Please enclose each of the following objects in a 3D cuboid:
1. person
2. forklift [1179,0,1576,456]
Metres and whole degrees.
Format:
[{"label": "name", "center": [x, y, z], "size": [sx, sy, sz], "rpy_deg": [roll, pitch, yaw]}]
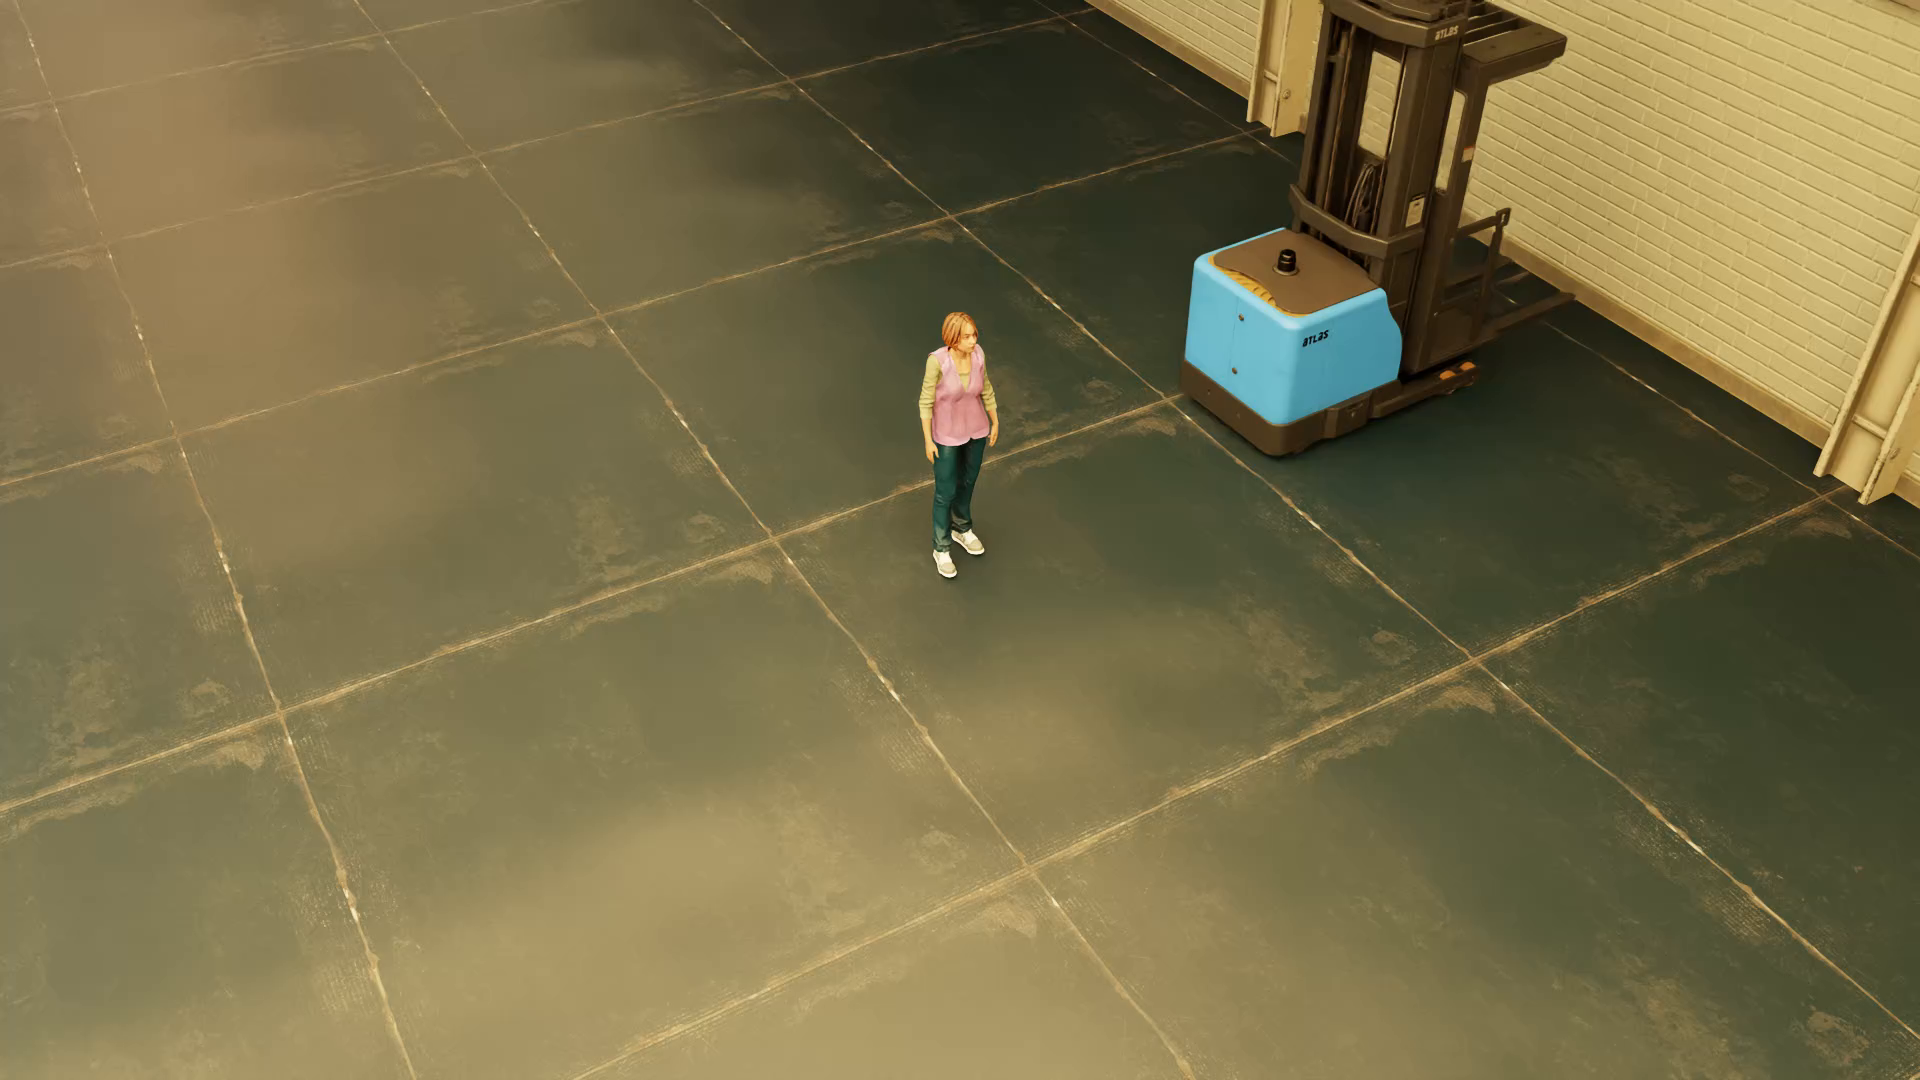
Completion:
[{"label": "person", "center": [0.026, -0.574, 9.763], "size": [0.521, 1.599, 0.473], "rpy_deg": [-20, 44, -23]}, {"label": "forklift", "center": [3.038, -2.399, 10.928], "size": [3.031, 2.935, 1.130], "rpy_deg": [-22, 45, -24]}]
